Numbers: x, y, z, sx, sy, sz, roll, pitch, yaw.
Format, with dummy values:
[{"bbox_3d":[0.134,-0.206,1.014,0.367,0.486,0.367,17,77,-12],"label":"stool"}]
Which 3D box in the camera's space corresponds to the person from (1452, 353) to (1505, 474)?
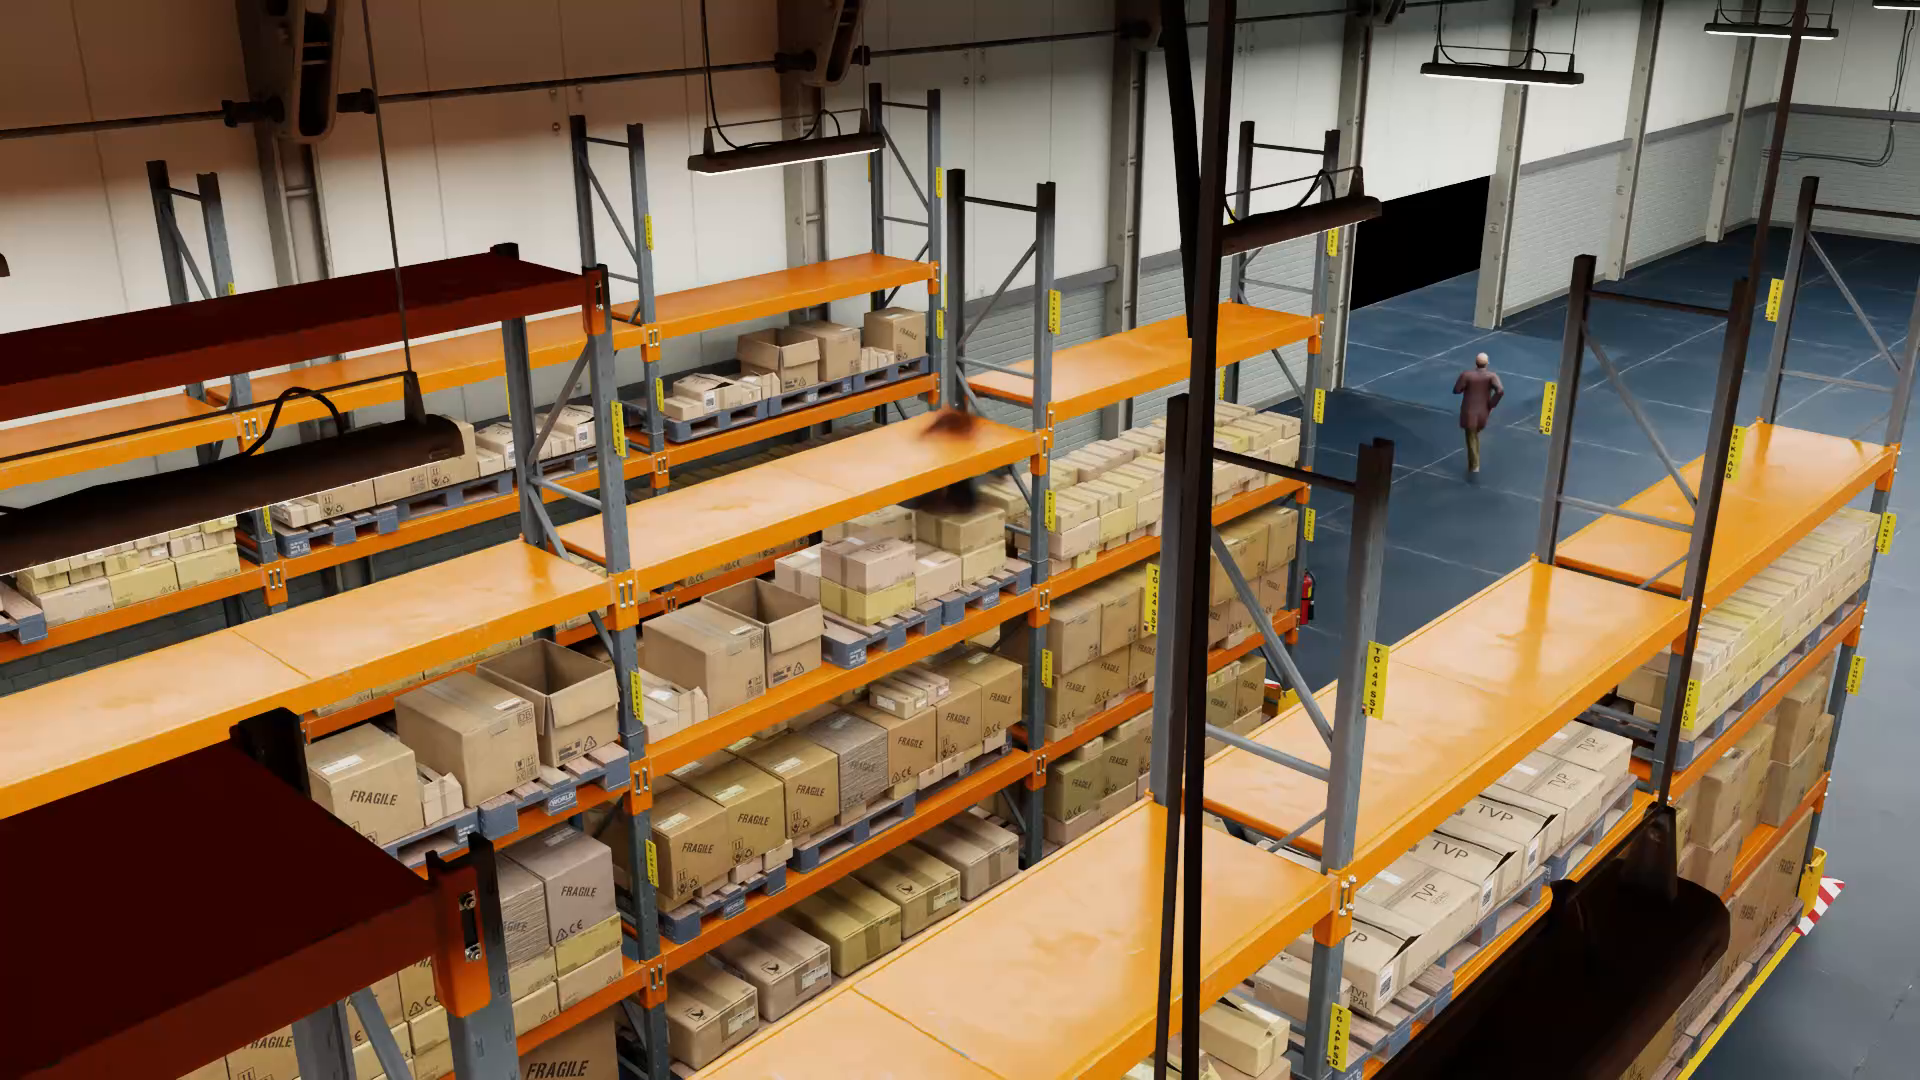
[{"bbox_3d":[7.499,-1.804,24.249,0.668,1.854,0.864,2,21,4],"label":"person"}]
